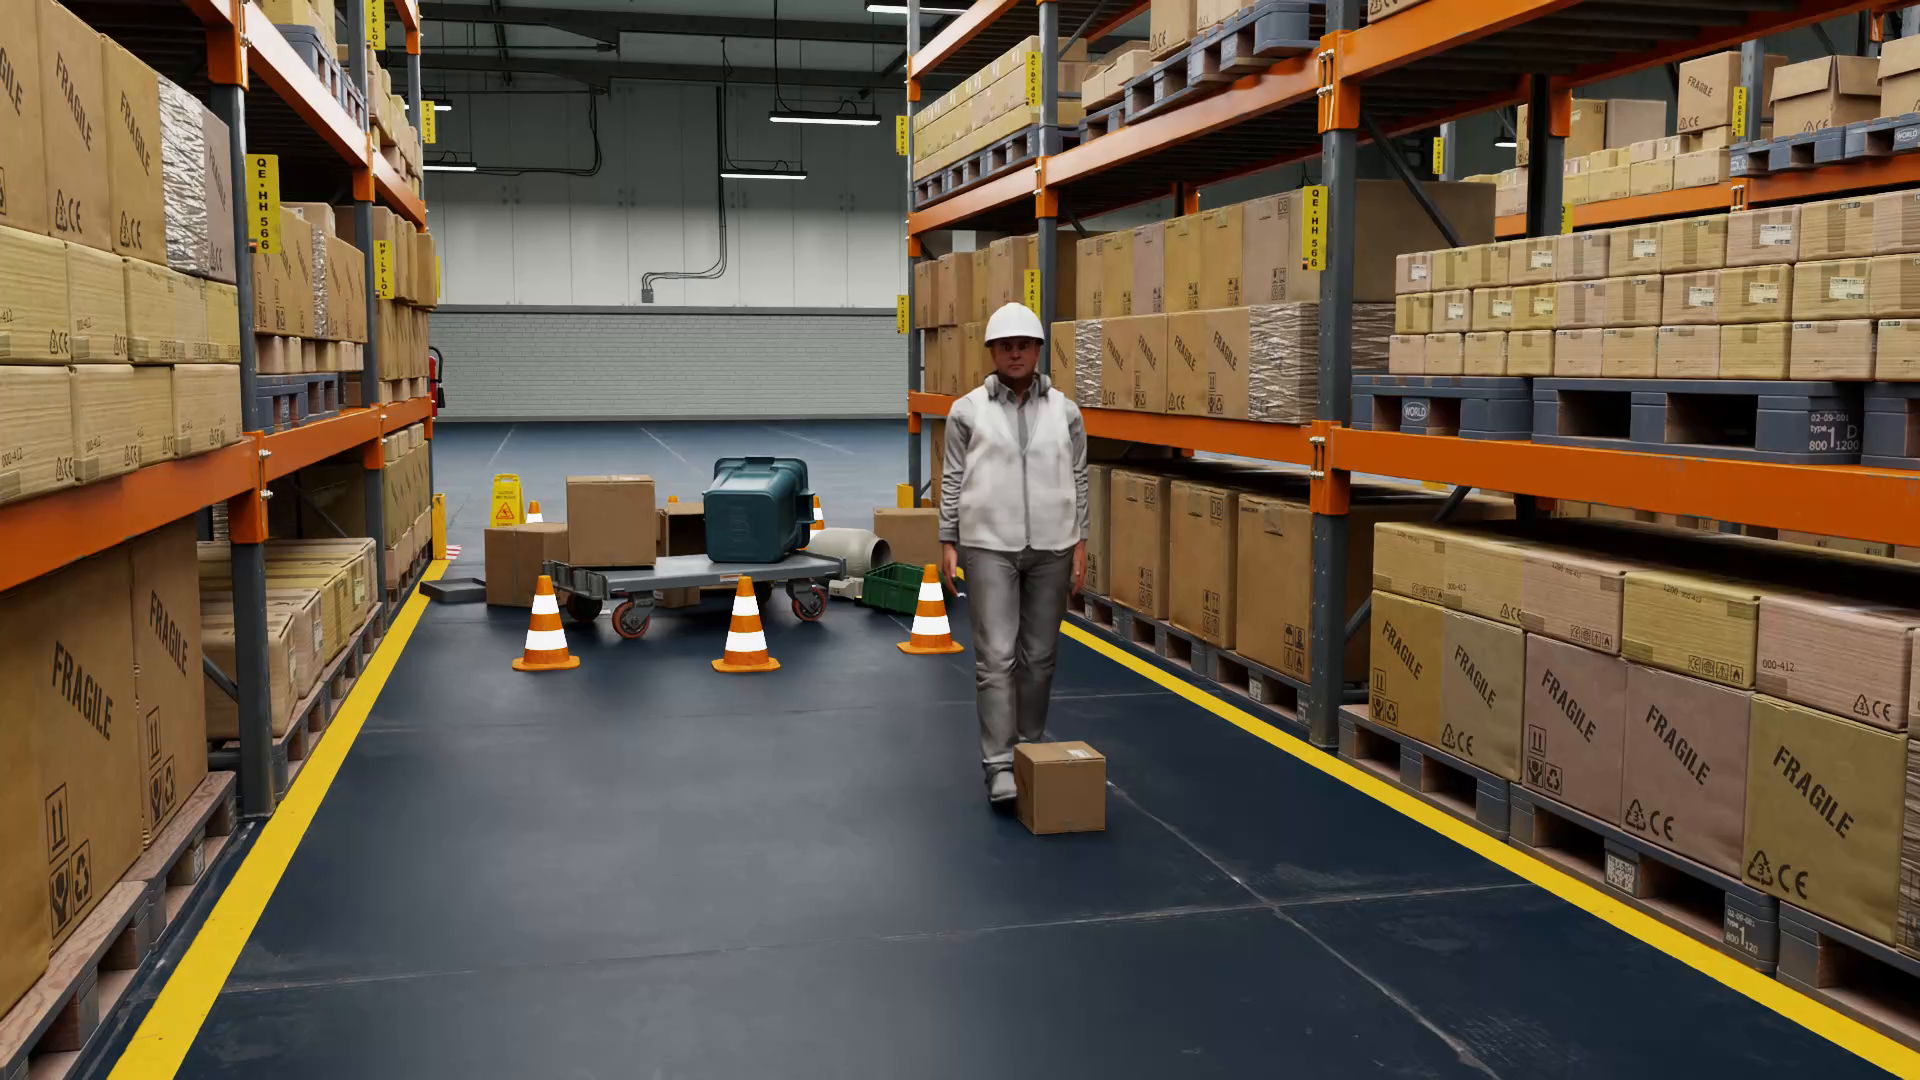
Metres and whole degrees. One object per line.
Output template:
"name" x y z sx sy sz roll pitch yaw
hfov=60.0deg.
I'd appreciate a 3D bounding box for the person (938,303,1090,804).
"person" 0.225 0.036 5.956 0.557 1.763 0.742 -1 6 -10
